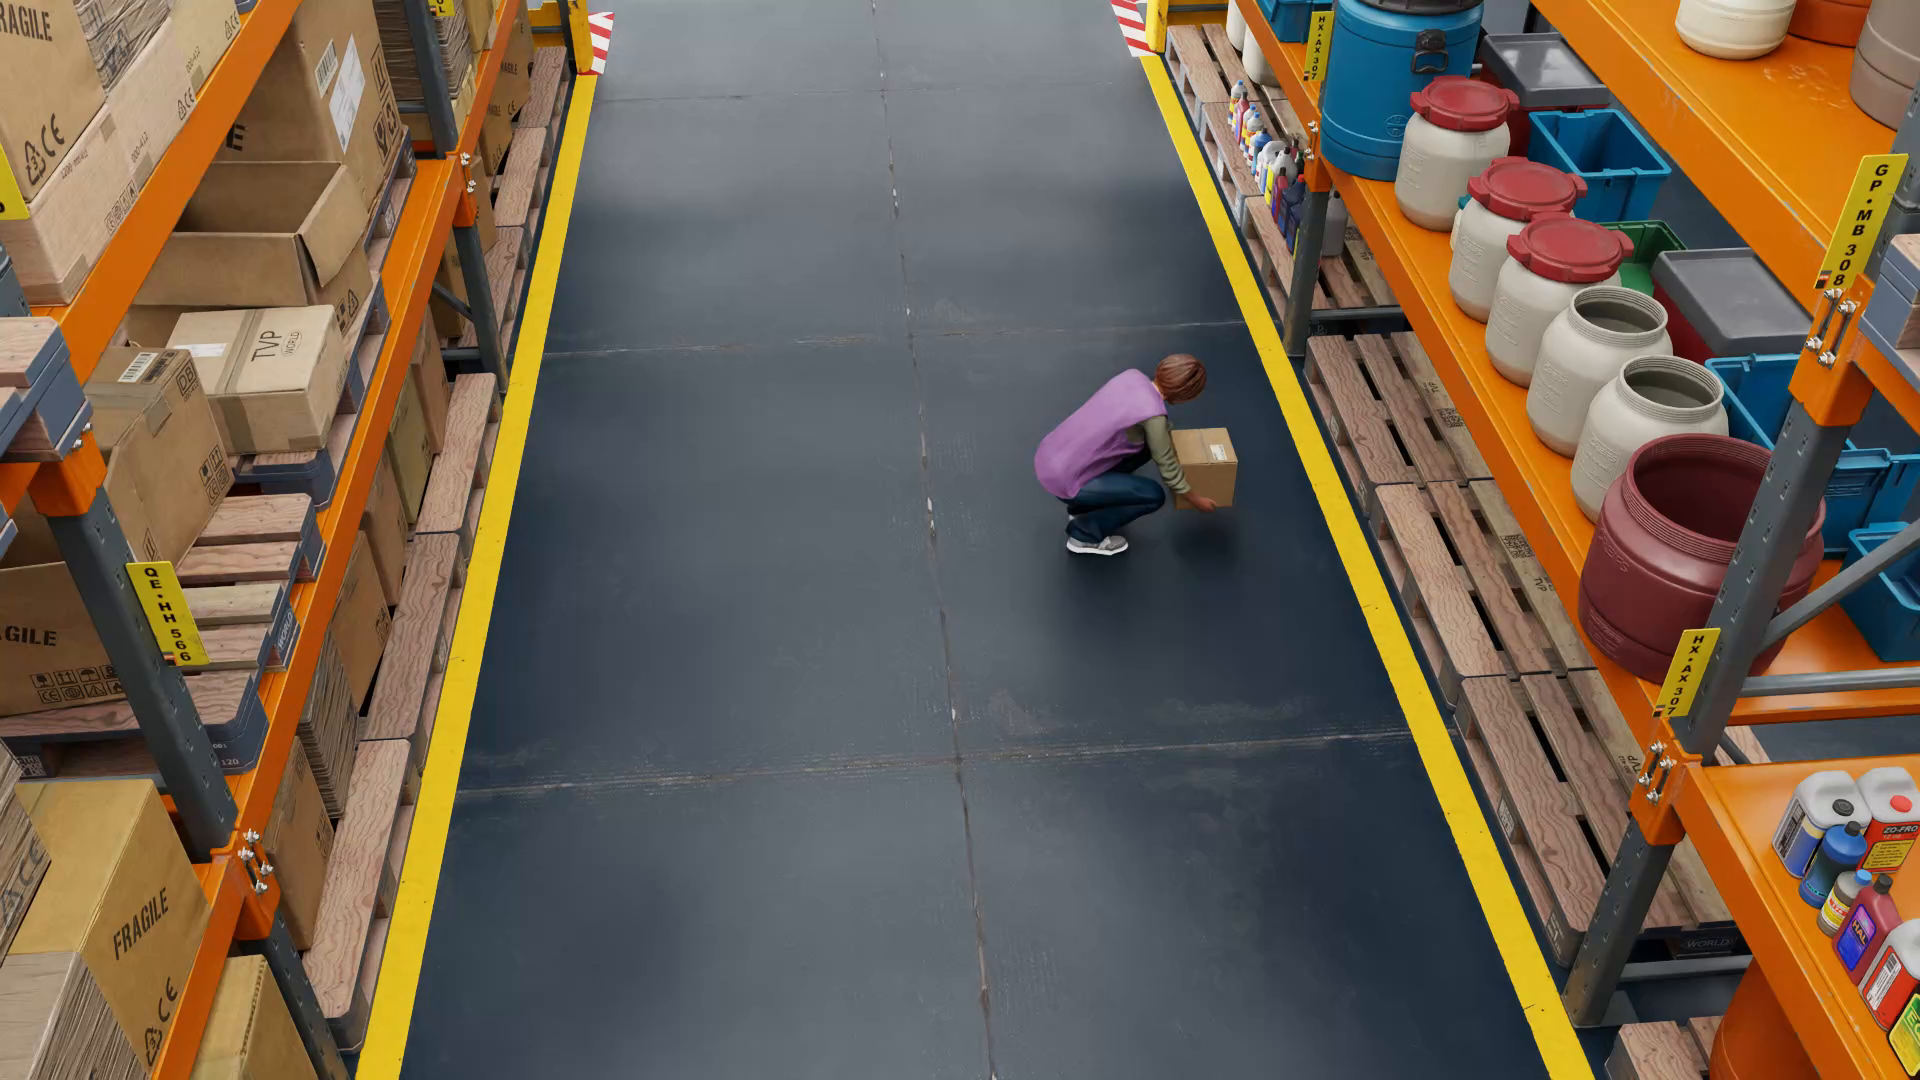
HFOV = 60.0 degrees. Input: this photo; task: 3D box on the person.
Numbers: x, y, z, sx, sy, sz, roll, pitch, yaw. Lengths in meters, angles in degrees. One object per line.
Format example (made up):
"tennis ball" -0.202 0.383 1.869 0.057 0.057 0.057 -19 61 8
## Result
"person" 0.719 -0.381 7.193 0.807 0.876 0.467 -3 40 -4
